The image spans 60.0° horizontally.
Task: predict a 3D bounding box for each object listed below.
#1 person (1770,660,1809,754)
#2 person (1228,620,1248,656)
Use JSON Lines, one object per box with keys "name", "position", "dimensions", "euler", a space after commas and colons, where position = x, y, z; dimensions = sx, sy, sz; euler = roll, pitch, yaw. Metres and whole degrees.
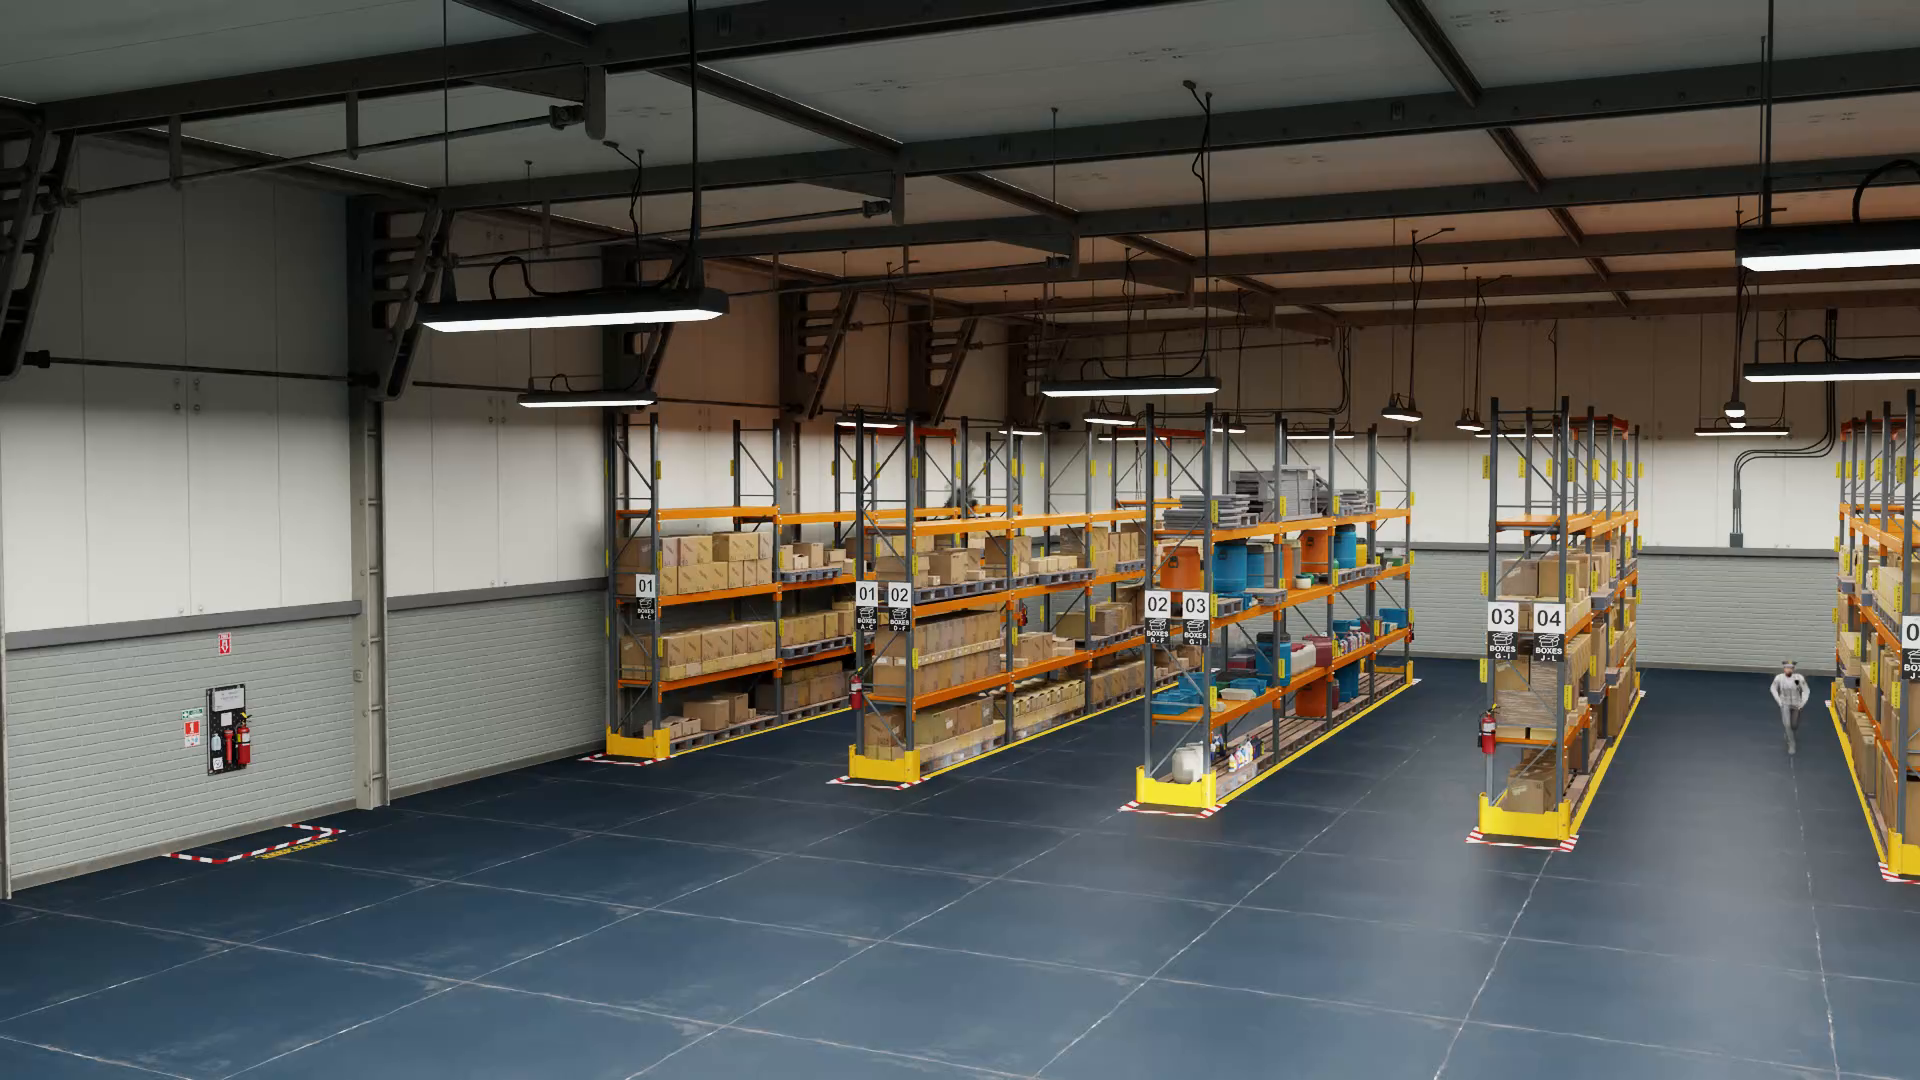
{"name": "person", "position": [14.804, 2.958, 29.688], "dimensions": [0.627, 1.672, 0.855], "euler": [1, 3, 20]}
{"name": "person", "position": [6.852, 2.396, 41.641], "dimensions": [0.683, 1.801, 0.685], "euler": [-2, 3, -40]}
